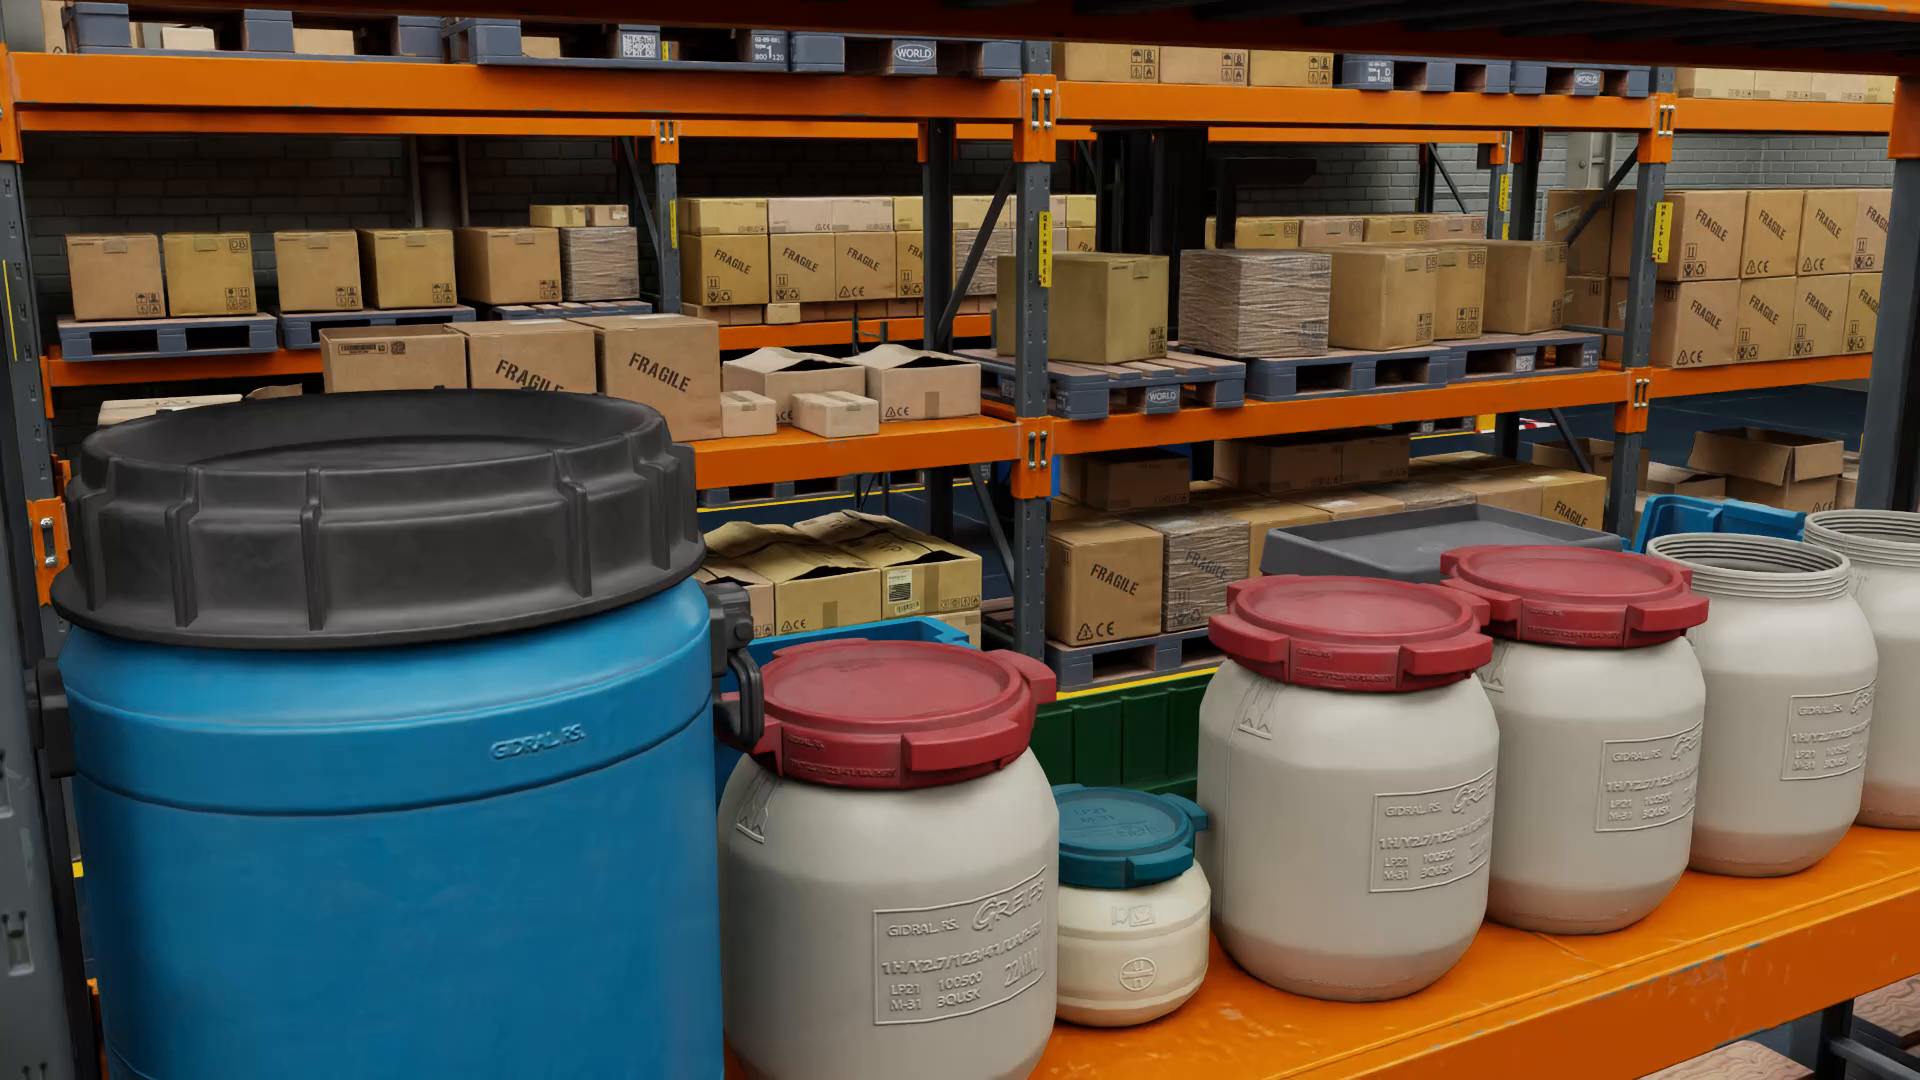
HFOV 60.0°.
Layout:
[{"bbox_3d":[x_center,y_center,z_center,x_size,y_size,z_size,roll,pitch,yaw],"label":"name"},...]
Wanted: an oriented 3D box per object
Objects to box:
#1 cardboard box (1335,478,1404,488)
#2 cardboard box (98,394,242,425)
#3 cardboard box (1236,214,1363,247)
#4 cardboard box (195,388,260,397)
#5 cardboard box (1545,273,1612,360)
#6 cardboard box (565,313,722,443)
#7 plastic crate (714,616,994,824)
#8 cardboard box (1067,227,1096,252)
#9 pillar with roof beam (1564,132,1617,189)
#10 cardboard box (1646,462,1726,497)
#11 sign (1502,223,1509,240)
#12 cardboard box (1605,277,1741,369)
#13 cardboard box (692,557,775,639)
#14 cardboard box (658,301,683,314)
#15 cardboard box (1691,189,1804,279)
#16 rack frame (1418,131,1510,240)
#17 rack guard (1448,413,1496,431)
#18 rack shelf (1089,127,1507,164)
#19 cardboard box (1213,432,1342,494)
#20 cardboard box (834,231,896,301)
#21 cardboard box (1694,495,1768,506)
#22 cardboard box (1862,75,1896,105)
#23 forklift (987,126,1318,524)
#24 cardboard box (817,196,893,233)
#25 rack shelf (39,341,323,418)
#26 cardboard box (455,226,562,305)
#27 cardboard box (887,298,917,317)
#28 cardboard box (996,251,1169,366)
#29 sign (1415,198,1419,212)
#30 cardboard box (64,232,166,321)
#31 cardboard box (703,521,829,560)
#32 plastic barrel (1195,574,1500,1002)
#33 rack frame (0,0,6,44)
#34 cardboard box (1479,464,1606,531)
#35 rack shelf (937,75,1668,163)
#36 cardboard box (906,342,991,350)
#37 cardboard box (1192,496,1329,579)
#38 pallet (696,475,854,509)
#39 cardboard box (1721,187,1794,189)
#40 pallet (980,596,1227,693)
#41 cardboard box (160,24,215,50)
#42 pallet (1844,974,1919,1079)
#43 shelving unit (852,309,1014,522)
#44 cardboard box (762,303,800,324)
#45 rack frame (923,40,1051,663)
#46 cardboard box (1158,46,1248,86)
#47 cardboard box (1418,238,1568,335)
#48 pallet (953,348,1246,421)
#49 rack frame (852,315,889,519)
[{"bbox_3d":[2.172,-0.126,9.530,0.500,0.500,0.500,-7,14,-27],"label":"cardboard box"},{"bbox_3d":[-2.992,-0.390,6.352,0.500,0.250,0.500,-6,14,-24],"label":"cardboard box"},{"bbox_3d":[3.003,-2.553,14.940,0.700,0.700,0.980,-8,15,-31],"label":"cardboard box"},{"bbox_3d":[-4.757,-0.846,11.019,0.500,0.250,0.500,-7,15,-29],"label":"cardboard box"},{"bbox_3d":[3.934,-1.395,10.250,0.500,0.500,0.500,-7,14,-27],"label":"cardboard box"},{"bbox_3d":[-1.358,-0.693,7.129,0.500,0.500,0.500,-8,15,-31],"label":"cardboard box"},{"bbox_3d":[-0.214,0.384,2.608,0.575,0.384,0.392,-7,14,-28],"label":"plastic crate"},{"bbox_3d":[0.957,-2.305,13.570,0.500,0.500,0.500,-7,15,-29],"label":"cardboard box"},{"bbox_3d":[8.771,-5.168,13.575,0.400,9.000,9.100,-7,14,-28],"label":"pillar with roof beam"},{"bbox_3d":[4.641,-0.341,10.914,0.500,0.311,0.500,-7,14,-28],"label":"cardboard box"},{"bbox_3d":[3.352,-1.771,10.174,0.005,0.325,0.100,-7,14,-28],"label":"sign"},{"bbox_3d":[4.196,-1.295,9.802,0.500,0.500,0.500,-6,14,-26],"label":"cardboard box"},{"bbox_3d":[-1.132,0.250,7.194,0.500,0.311,0.500,-7,14,-28],"label":"cardboard box"},{"bbox_3d":[-2.106,-1.749,12.575,0.250,0.149,0.380,-7,14,-27],"label":"cardboard box"},{"bbox_3d":[4.619,-1.831,9.908,0.500,0.500,0.500,-7,15,-30],"label":"cardboard box"},{"bbox_3d":[4.753,-2.620,15.918,0.127,3.000,1.000,-7,14,-28],"label":"rack frame"},{"bbox_3d":[4.774,-1.403,16.203,0.348,0.500,1.175,-7,14,-28],"label":"rack guard"},{"bbox_3d":[2.997,-3.522,14.732,4.000,0.370,1.077,-7,14,-28],"label":"rack shelf"},{"bbox_3d":[1.759,-0.444,9.232,0.500,0.250,0.500,-7,15,-29],"label":"cardboard box"},{"bbox_3d":[-0.820,-2.089,12.608,0.500,0.500,0.500,-7,14,-28],"label":"cardboard box"},{"bbox_3d":[4.845,-0.172,10.494,0.250,0.166,0.380,-7,14,-28],"label":"cardboard box"},{"bbox_3d":[5.481,-2.796,10.210,0.500,0.250,0.500,-7,14,-28],"label":"cardboard box"},{"bbox_3d":[1.748,-1.602,11.551,3.031,2.935,1.130,-6,14,-25],"label":"forklift"},{"bbox_3d":[-0.839,-2.456,12.530,0.500,0.250,0.500,-7,14,-27],"label":"cardboard box"},{"bbox_3d":[-4.025,-1.217,11.322,4.000,0.370,1.077,-7,14,-28],"label":"rack shelf"},{"bbox_3d":[-3.155,-1.926,11.606,0.500,0.500,0.700,-8,15,-33],"label":"cardboard box"},{"bbox_3d":[-0.528,-1.819,12.885,0.250,0.149,0.380,-7,14,-28],"label":"cardboard box"},{"bbox_3d":[0.606,-1.165,8.272,0.700,0.500,0.500,11,17,41],"label":"cardboard box"},{"bbox_3d":[4.492,-3.188,16.292,0.005,0.325,0.100,-7,14,-28],"label":"sign"},{"bbox_3d":[-5.317,-1.668,10.458,0.500,0.500,0.700,-7,14,-28],"label":"cardboard box"},{"bbox_3d":[-0.950,0.095,7.886,0.500,0.311,0.500,-7,15,-29],"label":"cardboard box"},{"bbox_3d":[0.555,0.350,2.412,0.433,0.535,0.433,0,13,0],"label":"plastic barrel"},{"bbox_3d":[-5.780,-4.284,9.650,0.127,3.000,1.000,-7,14,-28],"label":"rack frame"},{"bbox_3d":[3.323,-0.133,9.558,0.500,0.500,0.500,-7,14,-28],"label":"cardboard box"},{"bbox_3d":[1.863,-2.147,8.622,4.000,0.370,1.077,-7,14,-28],"label":"rack shelf"},{"bbox_3d":[-0.045,-1.167,13.405,0.750,0.750,0.750,-6,14,-26],"label":"cardboard box"},{"bbox_3d":[1.543,0.080,8.612,0.500,0.500,0.500,-7,14,-29],"label":"cardboard box"},{"bbox_3d":[-1.541,-0.486,12.788,1.213,0.211,1.003,-7,14,-28],"label":"pallet"},{"bbox_3d":[5.271,-2.044,10.856,0.500,0.500,0.500,-7,14,-28],"label":"cardboard box"},{"bbox_3d":[0.781,0.465,8.561,1.213,0.211,1.003,-7,14,-28],"label":"pallet"},{"bbox_3d":[-4.722,-3.089,10.417,0.500,0.311,0.500,-6,14,-26],"label":"cardboard box"},{"bbox_3d":[3.150,1.401,4.405,1.213,0.211,1.003,-7,14,-28],"label":"pallet"},{"bbox_3d":[-0.119,-0.720,10.893,1.048,1.500,0.538,-6,14,-26],"label":"shelving unit"},{"bbox_3d":[-1.370,-1.692,12.321,0.250,0.149,0.380,-6,14,-26],"label":"cardboard box"},{"bbox_3d":[0.107,-0.824,7.938,0.127,3.000,1.000,-7,14,-28],"label":"rack frame"},{"bbox_3d":[0.922,-2.442,8.069,0.500,0.500,0.910,-7,14,-28],"label":"cardboard box"},{"bbox_3d":[3.095,-1.492,9.721,0.700,0.500,0.500,11,17,41],"label":"cardboard box"},{"bbox_3d":[0.669,-0.815,8.336,1.003,0.211,1.213,-7,14,-28],"label":"pallet"},{"bbox_3d":[-0.573,-0.670,10.671,0.032,1.500,0.500,-6,14,-26],"label":"rack frame"}]
